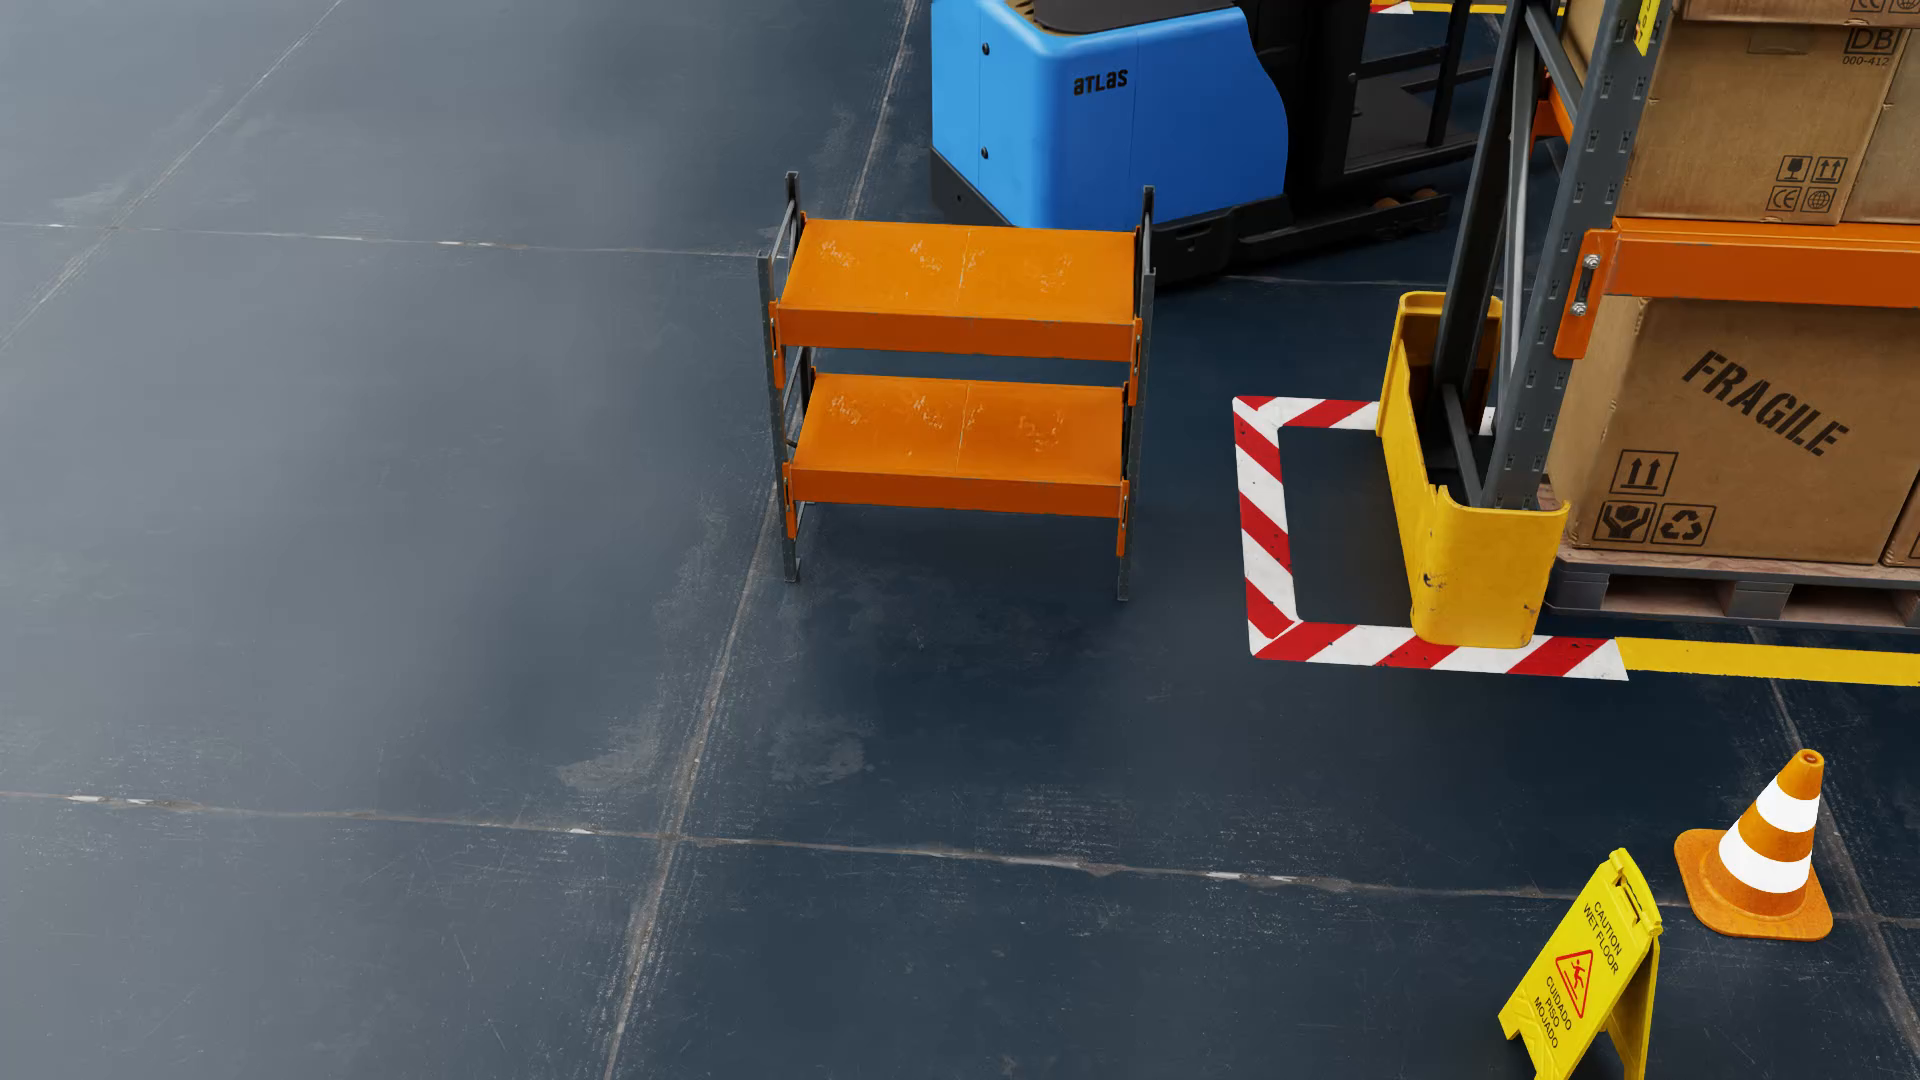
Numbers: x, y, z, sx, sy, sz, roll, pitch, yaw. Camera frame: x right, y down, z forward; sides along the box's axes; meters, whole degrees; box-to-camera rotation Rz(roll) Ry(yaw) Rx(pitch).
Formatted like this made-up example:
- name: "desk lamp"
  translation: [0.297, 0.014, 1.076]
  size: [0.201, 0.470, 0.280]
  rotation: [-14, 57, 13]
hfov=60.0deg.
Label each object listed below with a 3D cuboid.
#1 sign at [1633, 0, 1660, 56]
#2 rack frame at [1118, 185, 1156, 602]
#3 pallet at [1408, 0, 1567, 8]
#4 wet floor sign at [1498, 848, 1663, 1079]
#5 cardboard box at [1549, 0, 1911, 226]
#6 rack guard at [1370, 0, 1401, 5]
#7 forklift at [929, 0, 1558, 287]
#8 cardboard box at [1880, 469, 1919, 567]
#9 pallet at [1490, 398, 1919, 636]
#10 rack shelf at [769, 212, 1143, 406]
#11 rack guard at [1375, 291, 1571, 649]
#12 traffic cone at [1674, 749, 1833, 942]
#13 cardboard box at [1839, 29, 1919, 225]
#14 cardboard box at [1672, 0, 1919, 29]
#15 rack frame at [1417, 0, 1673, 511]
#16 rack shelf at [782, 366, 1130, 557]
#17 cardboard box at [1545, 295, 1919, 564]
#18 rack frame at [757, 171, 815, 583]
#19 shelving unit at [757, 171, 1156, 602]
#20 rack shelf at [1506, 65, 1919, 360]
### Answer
- name: "sign"
  translation: [1.529, -1.235, 3.642]
  size: [0.005, 0.325, 0.100]
  rotation: [3, 39, 4]
- name: "rack frame"
  translation: [0.513, -0.408, 4.860]
  size: [0.032, 1.125, 0.500]
  rotation: [3, 39, 4]
- name: "pallet"
  translation: [2.993, -3.179, 8.988]
  size: [1.213, 0.211, 1.003]
  rotation: [3, 39, 4]
- name: "wet floor sign"
  translation: [1.383, 0.940, 3.584]
  size: [0.232, 0.644, 0.267]
  rotation: [-3, 39, -4]
- name: "cardboard box"
  translation: [1.956, -1.283, 4.332]
  size: [0.550, 0.550, 0.875]
  rotation: [3, 39, 4]
- name: "rack guard"
  translation: [2.187, -3.357, 8.978]
  size: [0.348, 0.500, 1.175]
  rotation: [3, 39, 4]
- name: "forklift"
  translation: [1.436, -2.636, 6.166]
  size: [3.031, 2.935, 1.130]
  rotation: [-16, 42, -19]
- name: "cardboard box"
  translation: [3.141, -0.514, 4.855]
  size: [0.875, 0.875, 0.875]
  rotation: [3, 39, 3]
- name: "pallet"
  translation: [2.386, -0.141, 5.256]
  size: [1.213, 0.211, 1.003]
  rotation: [3, 39, 4]
- name: "rack shelf"
  translation: [0.007, -0.663, 4.710]
  size: [1.000, 0.278, 0.538]
  rotation: [3, 39, 4]
- name: "rack guard"
  translation: [1.559, -0.249, 5.159]
  size: [0.348, 0.500, 1.175]
  rotation: [3, 39, 4]
- name: "traffic cone"
  translation: [1.989, 0.689, 4.037]
  size: [0.334, 0.463, 0.336]
  rotation: [3, 39, 4]
- name: "cardboard box"
  translation: [2.506, -1.267, 4.312]
  size: [0.550, 0.550, 0.875]
  rotation: [3, 39, 4]
- name: "cardboard box"
  translation: [1.949, -1.649, 3.926]
  size: [0.550, 0.550, 0.875]
  rotation: [3, 39, 4]
- name: "rack frame"
  translation: [1.583, -1.217, 4.369]
  size: [0.127, 3.000, 1.000]
  rotation: [3, 39, 4]
- name: "rack shelf"
  translation: [0.007, -0.246, 5.049]
  size: [1.000, 0.278, 0.538]
  rotation: [3, 39, 4]
- name: "cardboard box"
  translation: [2.264, -0.560, 4.913]
  size: [0.875, 0.875, 0.875]
  rotation: [3, 39, 4]
- name: "rack frame"
  translation: [-0.500, -0.464, 4.928]
  size: [0.032, 1.125, 0.500]
  rotation: [3, 39, 4]
- name: "shelving unit"
  translation: [0.007, -0.436, 4.894]
  size: [1.048, 1.125, 0.538]
  rotation: [3, 39, 4]
- name: "rack shelf"
  translation: [3.575, -0.829, 4.462]
  size: [4.000, 0.370, 1.077]
  rotation: [3, 39, 4]
